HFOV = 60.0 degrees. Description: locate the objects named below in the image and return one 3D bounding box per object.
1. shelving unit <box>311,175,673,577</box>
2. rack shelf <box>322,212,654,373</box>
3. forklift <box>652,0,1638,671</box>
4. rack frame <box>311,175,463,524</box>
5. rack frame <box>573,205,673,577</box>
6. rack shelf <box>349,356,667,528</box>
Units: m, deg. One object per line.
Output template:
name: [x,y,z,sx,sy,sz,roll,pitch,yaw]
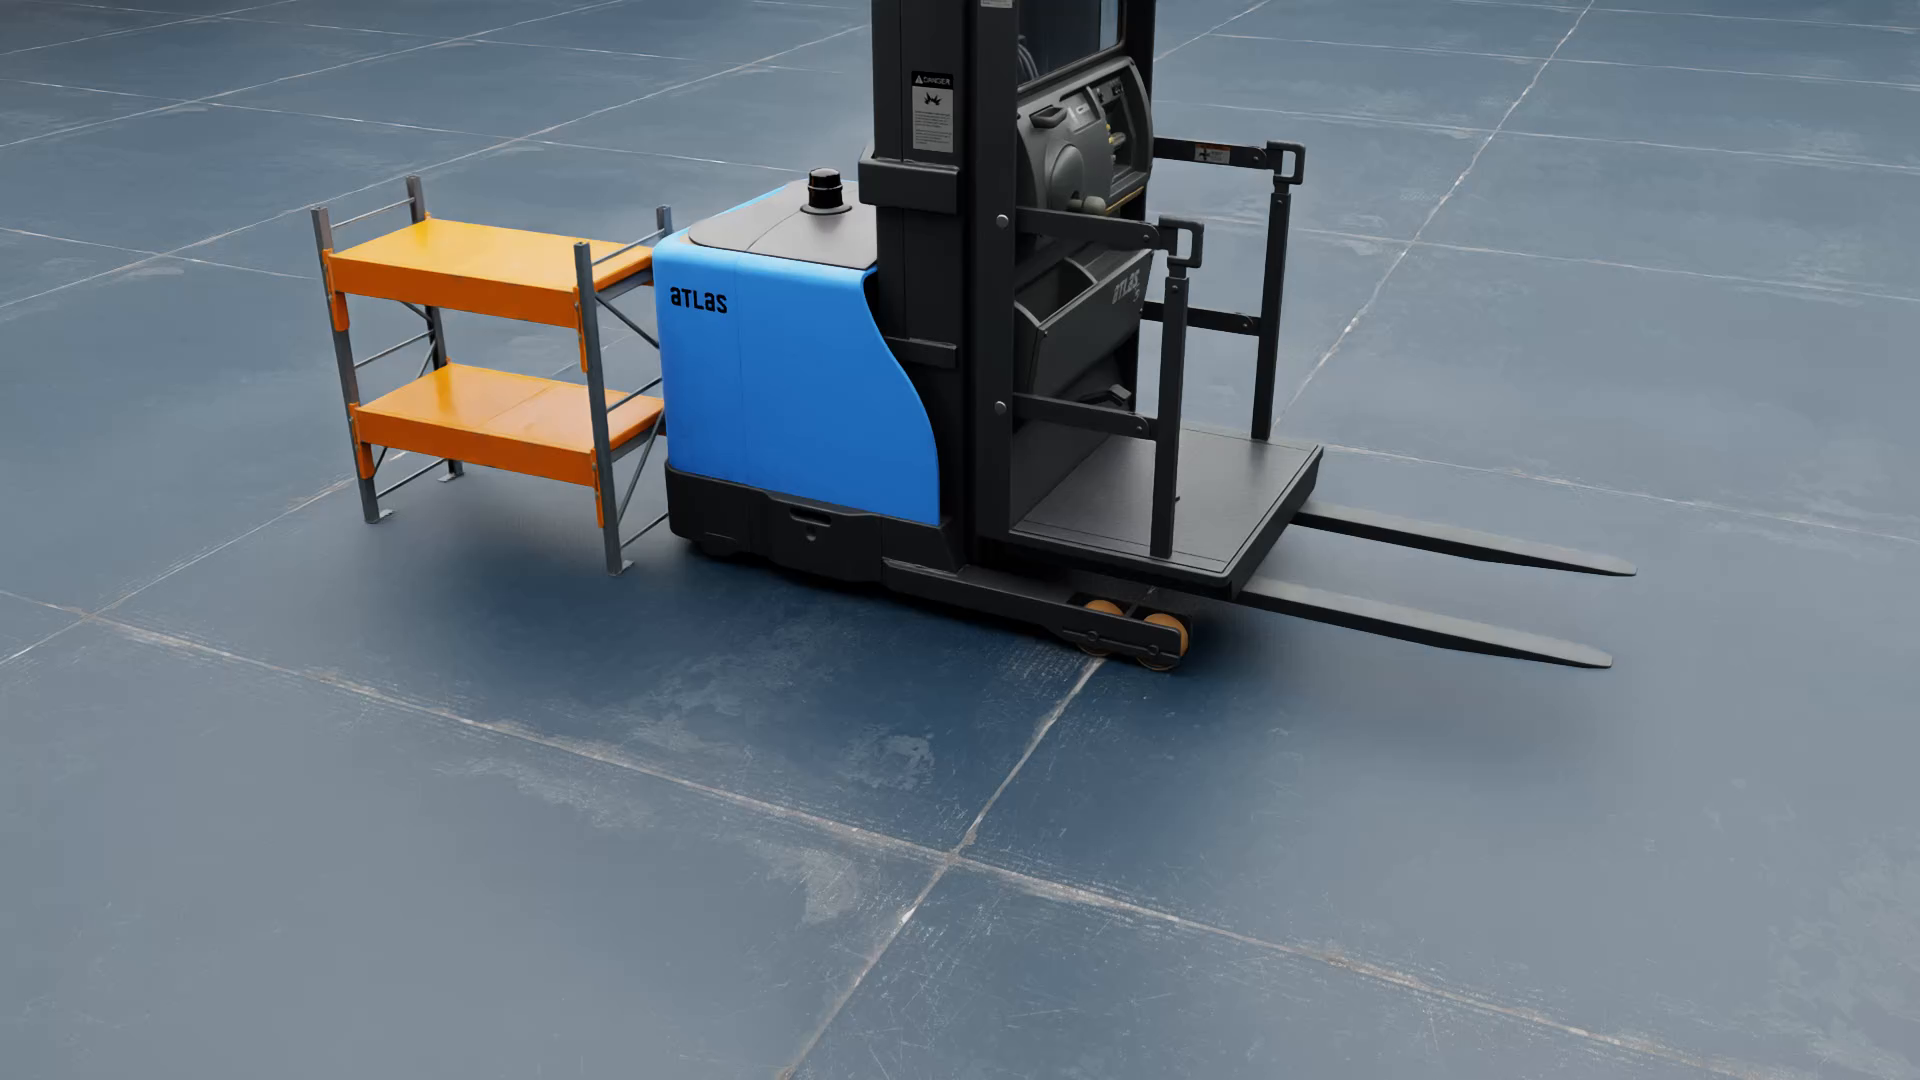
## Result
shelving unit: [-1.521,-0.575,5.644,1.048,1.125,0.538,11,28,21]
rack shelf: [-1.521,-0.837,5.514,1.000,0.278,0.538,11,28,21]
forklift: [0.563,-1.193,4.856,3.031,2.935,1.130,12,29,23]
rack frame: [-1.987,-0.664,5.825,0.032,1.125,0.500,11,28,21]
rack frame: [-1.054,-0.485,5.462,0.032,1.125,0.500,11,28,21]
rack shelf: [-1.521,-0.355,5.752,1.000,0.278,0.538,11,28,21]
